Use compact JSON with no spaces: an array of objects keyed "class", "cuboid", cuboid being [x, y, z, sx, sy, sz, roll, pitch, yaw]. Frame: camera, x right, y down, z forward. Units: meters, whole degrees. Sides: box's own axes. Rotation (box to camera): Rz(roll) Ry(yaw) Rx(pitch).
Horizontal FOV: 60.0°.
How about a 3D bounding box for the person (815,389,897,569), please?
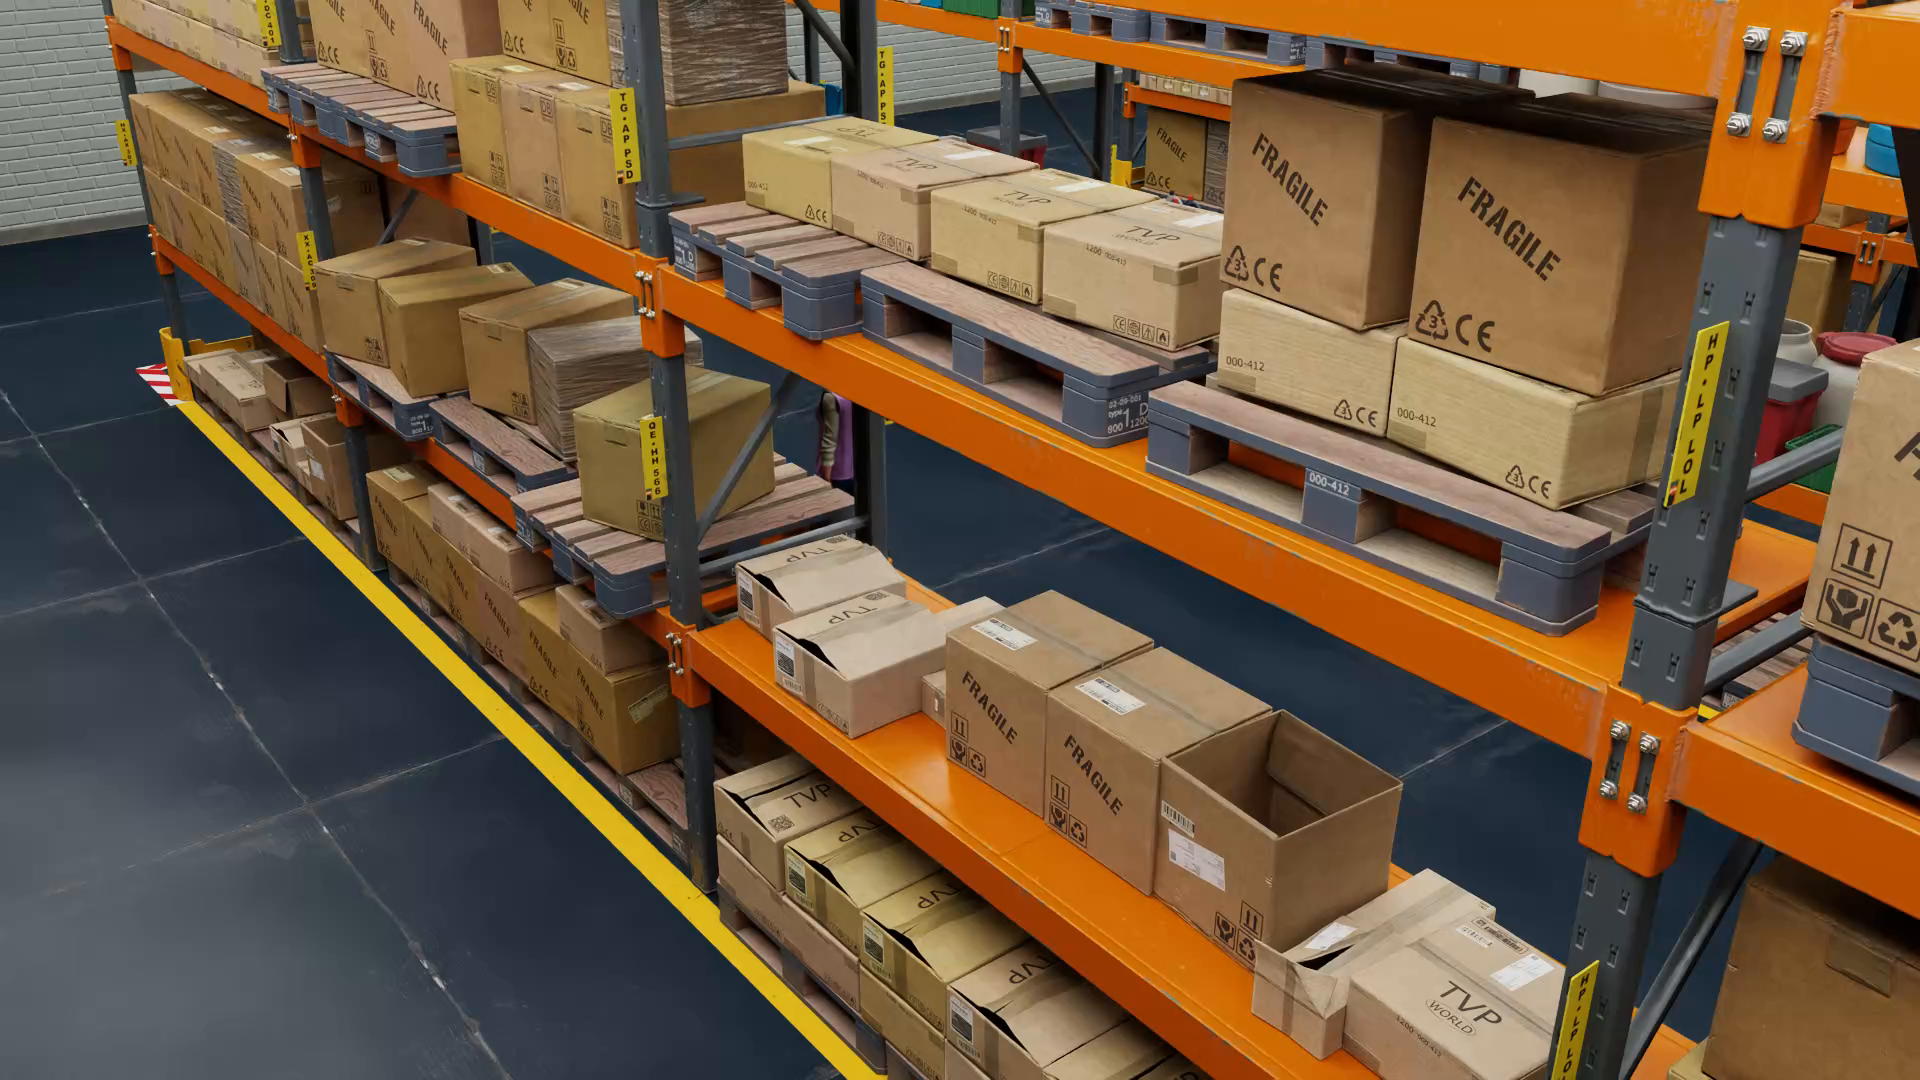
[{"class":"person","cuboid":[-0.640,-0.395,9.438,0.430,1.582,0.671,-20,32,-36]}]
